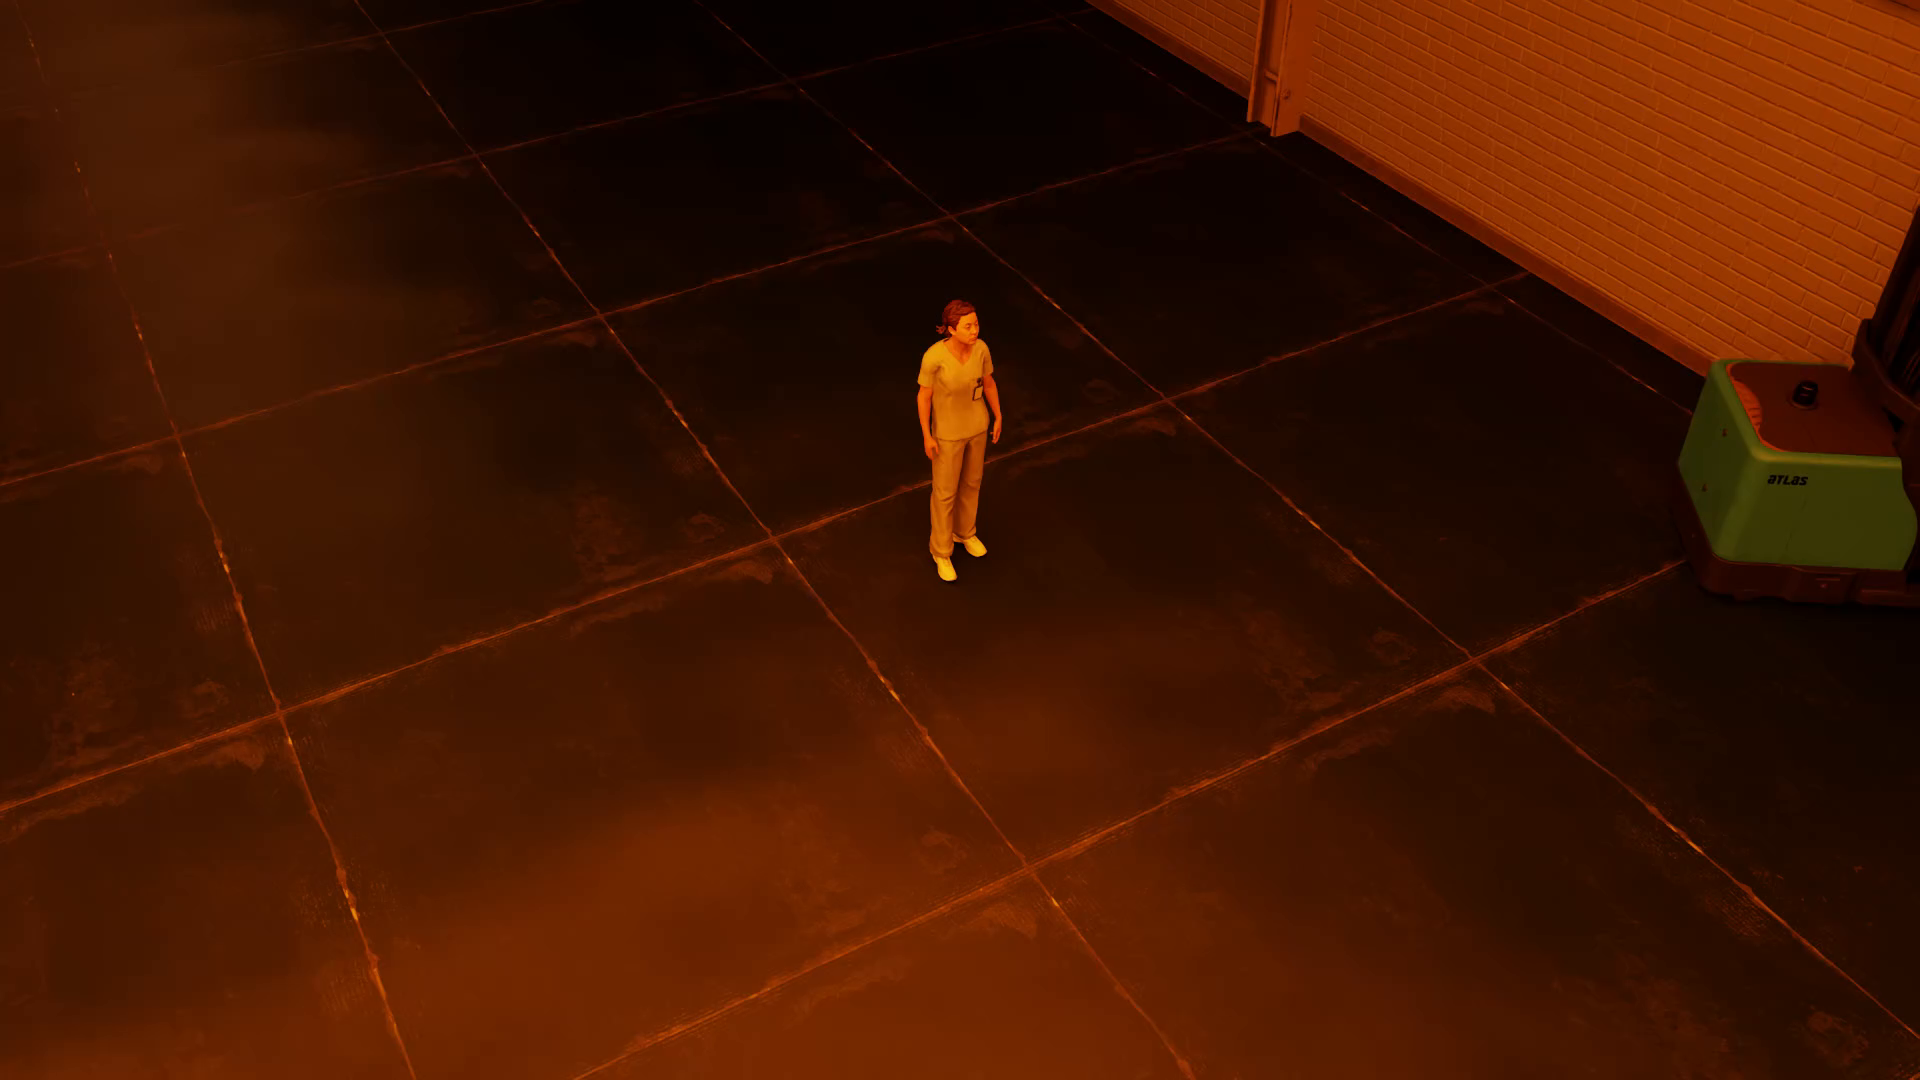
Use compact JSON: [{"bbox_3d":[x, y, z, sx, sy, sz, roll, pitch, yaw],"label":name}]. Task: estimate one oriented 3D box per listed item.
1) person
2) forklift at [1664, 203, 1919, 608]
[{"bbox_3d":[0.025,-0.605,9.738,0.549,1.673,0.548,-20,44,-23],"label":"person"},{"bbox_3d":[5.952,-1.011,9.255,3.031,2.935,1.130,3,40,4],"label":"forklift"}]
